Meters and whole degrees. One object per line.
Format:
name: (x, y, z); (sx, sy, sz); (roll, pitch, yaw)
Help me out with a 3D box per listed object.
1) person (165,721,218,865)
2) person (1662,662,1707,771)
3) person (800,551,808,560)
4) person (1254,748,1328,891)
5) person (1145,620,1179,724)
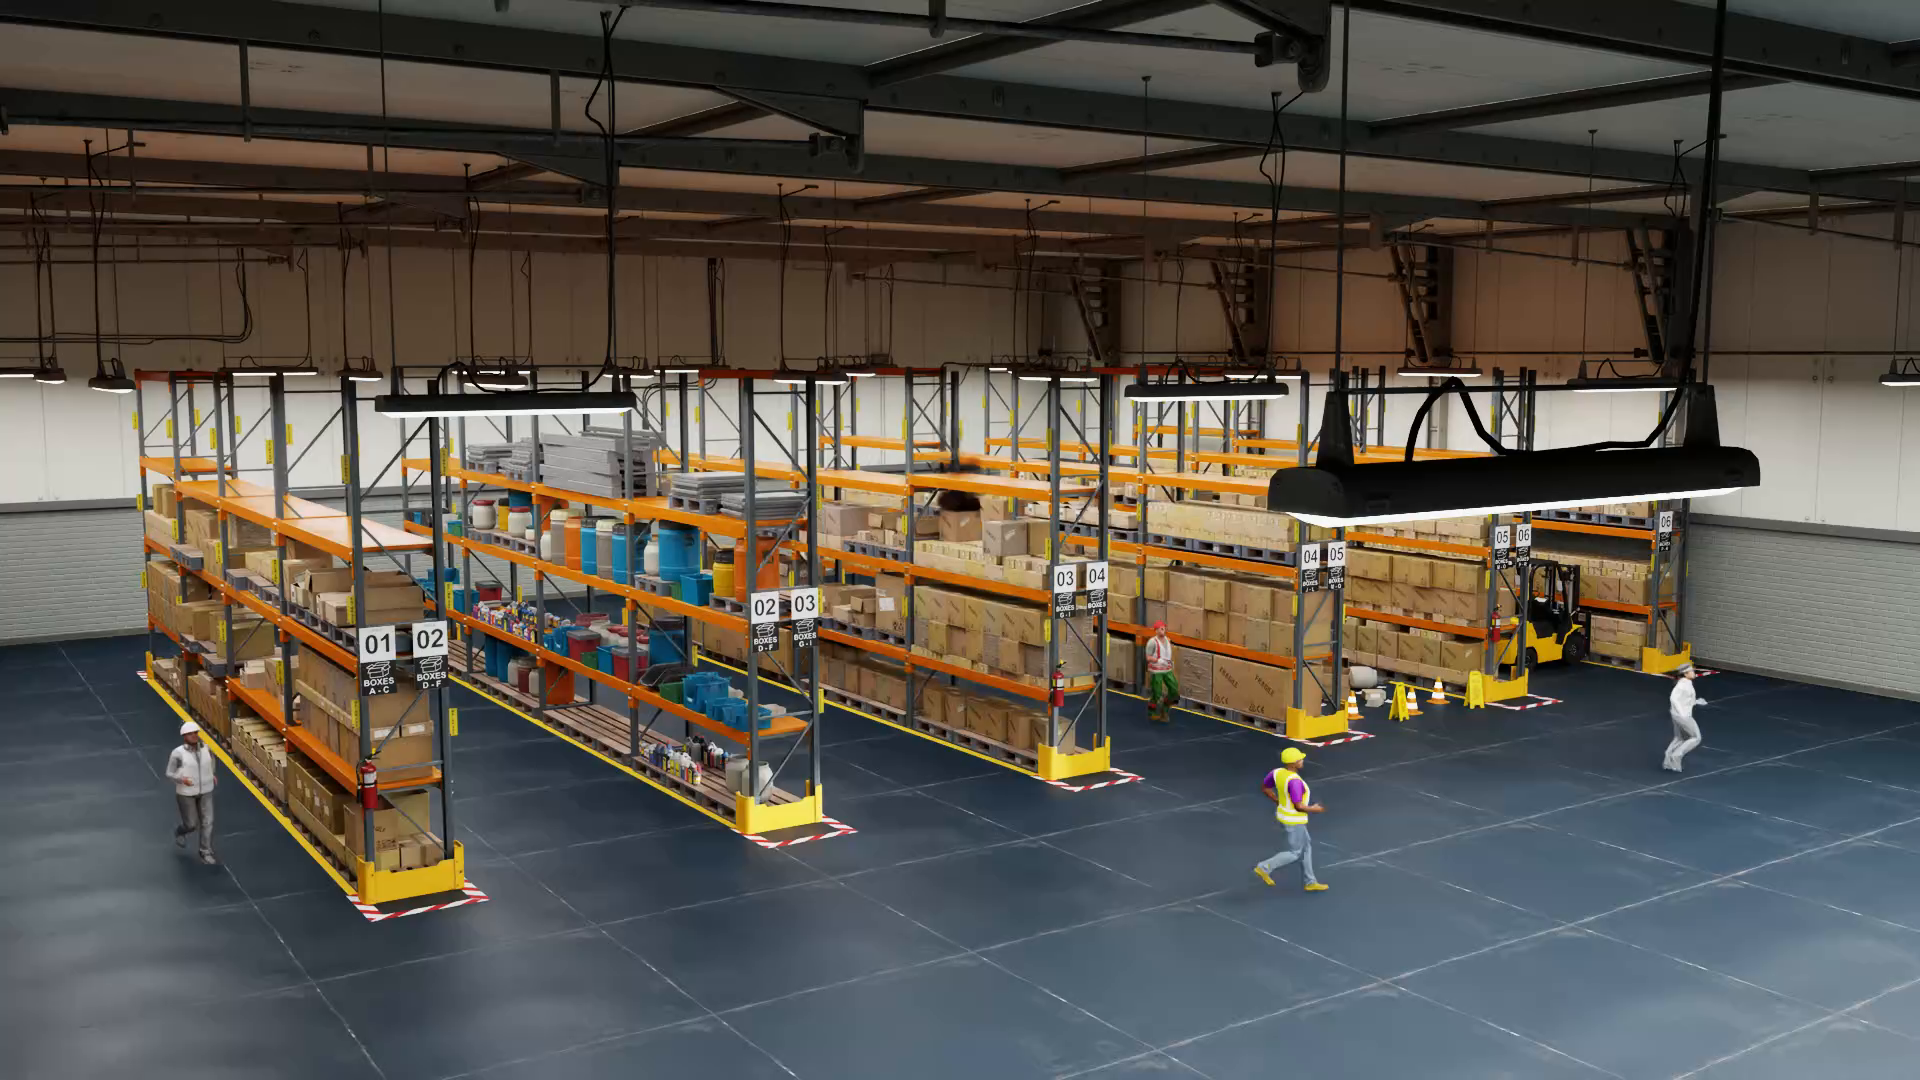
person: (-9.509, 3.122, 20.671); (0.926, 1.752, 0.662); (6, 9, 43)
person: (10.982, 2.659, 25.161); (0.608, 1.665, 0.591); (2, 7, 14)
person: (-3.955, 0.748, 41.541); (0.921, 1.806, 0.724); (-6, 9, -41)
person: (3.879, 3.276, 19.432); (0.966, 1.741, 0.713); (-1, 7, -11)
person: (3.445, 2.257, 28.324); (0.628, 1.784, 0.692); (-4, 7, -30)
